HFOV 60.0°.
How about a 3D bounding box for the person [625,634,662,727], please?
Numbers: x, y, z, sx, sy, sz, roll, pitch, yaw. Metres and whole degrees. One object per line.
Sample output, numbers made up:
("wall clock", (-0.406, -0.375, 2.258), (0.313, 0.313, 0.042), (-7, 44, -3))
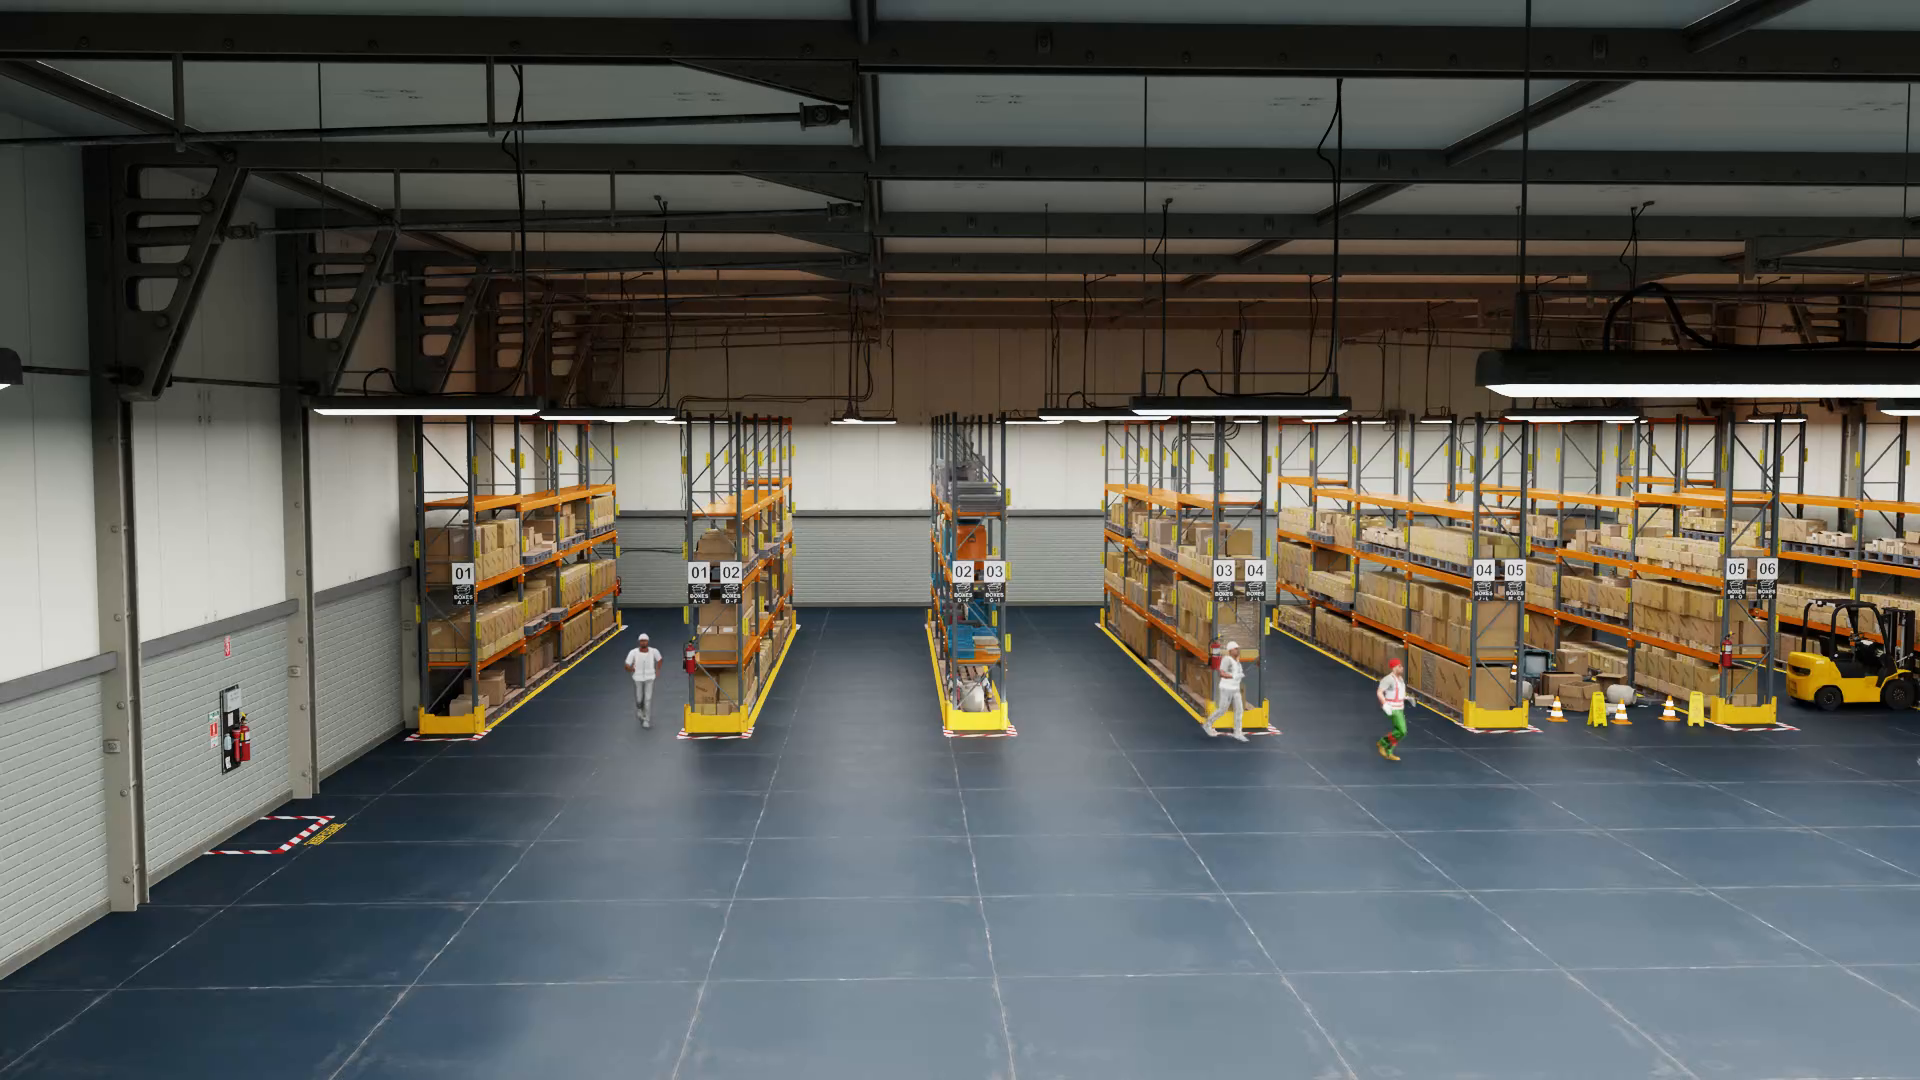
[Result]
("person", (-6.044, 2.663, 31.785), (0.703, 1.741, 0.943), (-1, 4, -10))

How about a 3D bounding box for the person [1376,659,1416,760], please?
("person", (7.485, 2.904, 28.531), (0.584, 1.749, 0.669), (3, 5, 36))

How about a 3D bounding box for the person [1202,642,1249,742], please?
("person", (4.922, 2.756, 30.428), (0.903, 1.801, 0.687), (3, 5, 36))
